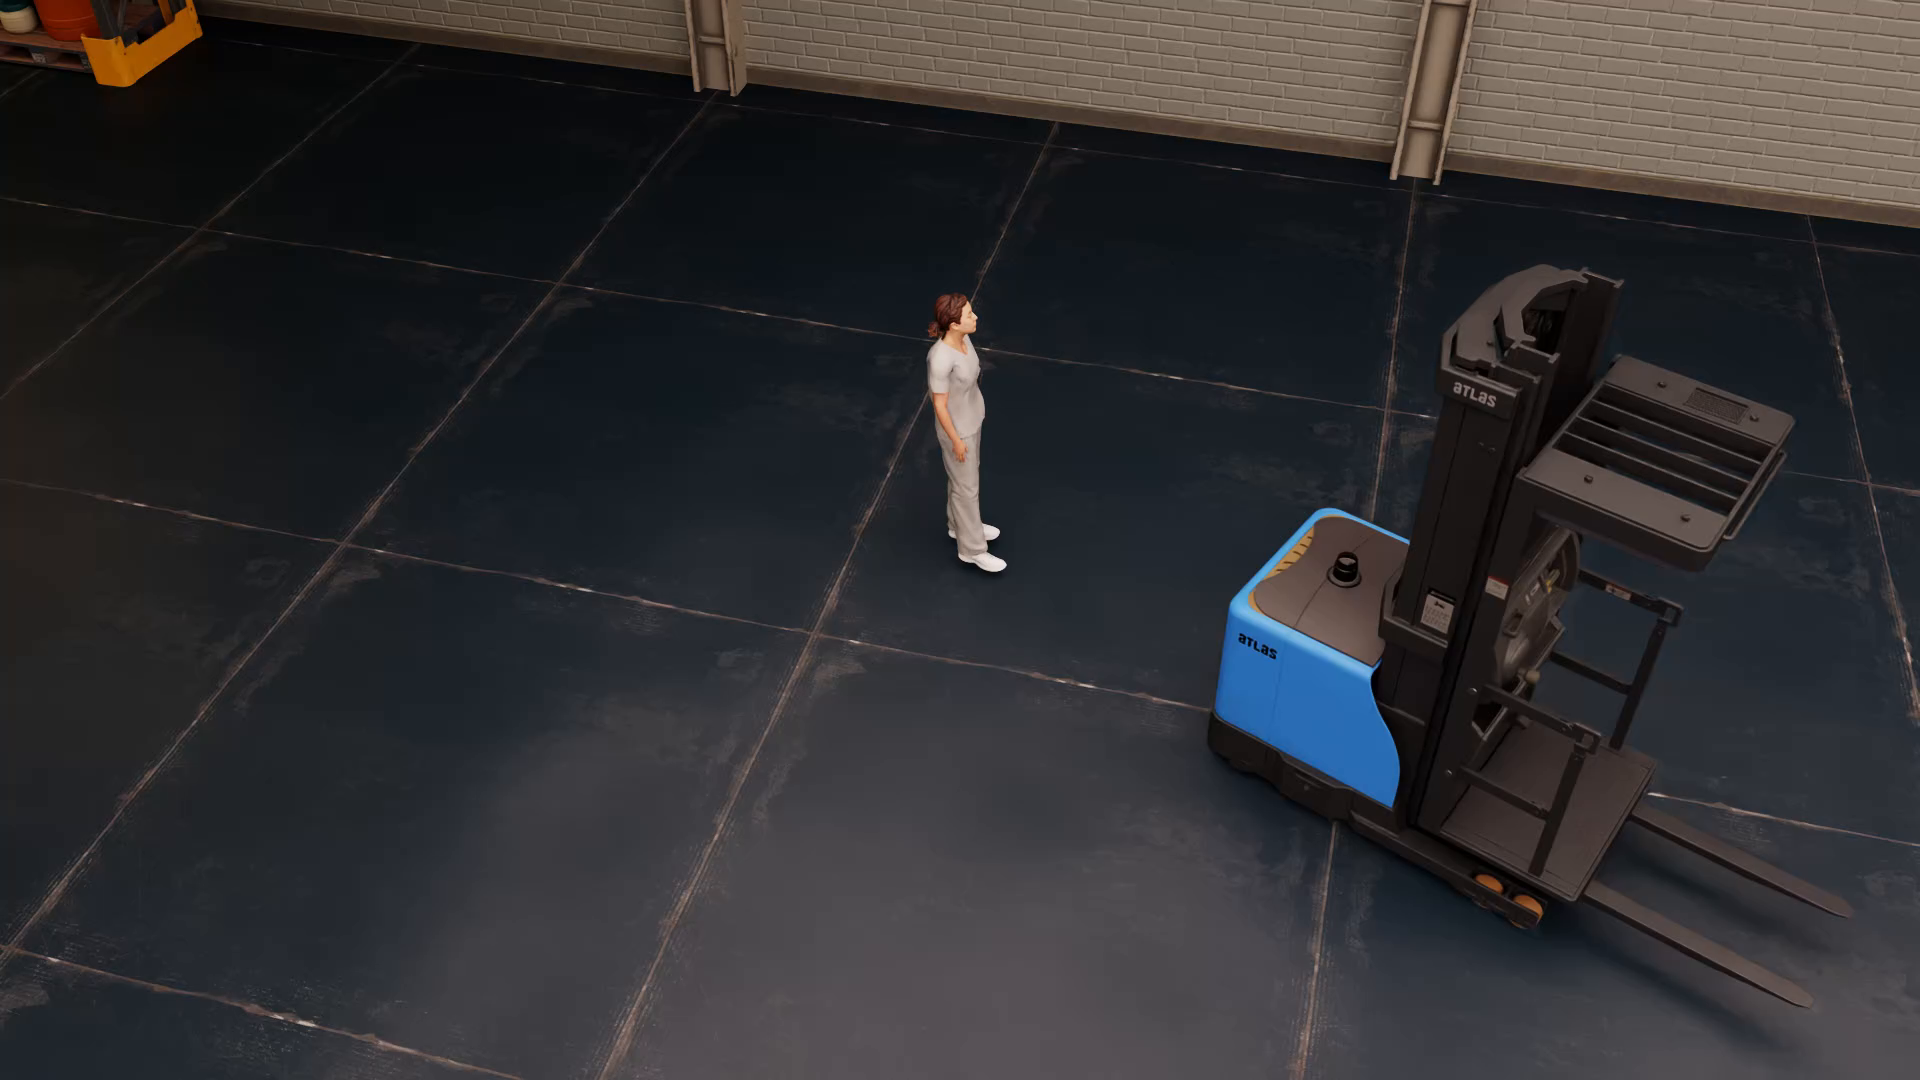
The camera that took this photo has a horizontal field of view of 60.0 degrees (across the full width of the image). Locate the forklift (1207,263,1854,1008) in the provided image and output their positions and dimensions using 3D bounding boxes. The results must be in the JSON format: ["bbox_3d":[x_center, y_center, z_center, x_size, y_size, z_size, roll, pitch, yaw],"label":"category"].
[{"bbox_3d":[2.779,0.358,7.453,3.031,2.935,1.130,27,48,27],"label":"forklift"}]

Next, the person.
[{"bbox_3d":[0.068,-0.645,9.477,0.547,1.673,0.549,10,42,11],"label":"person"}]
